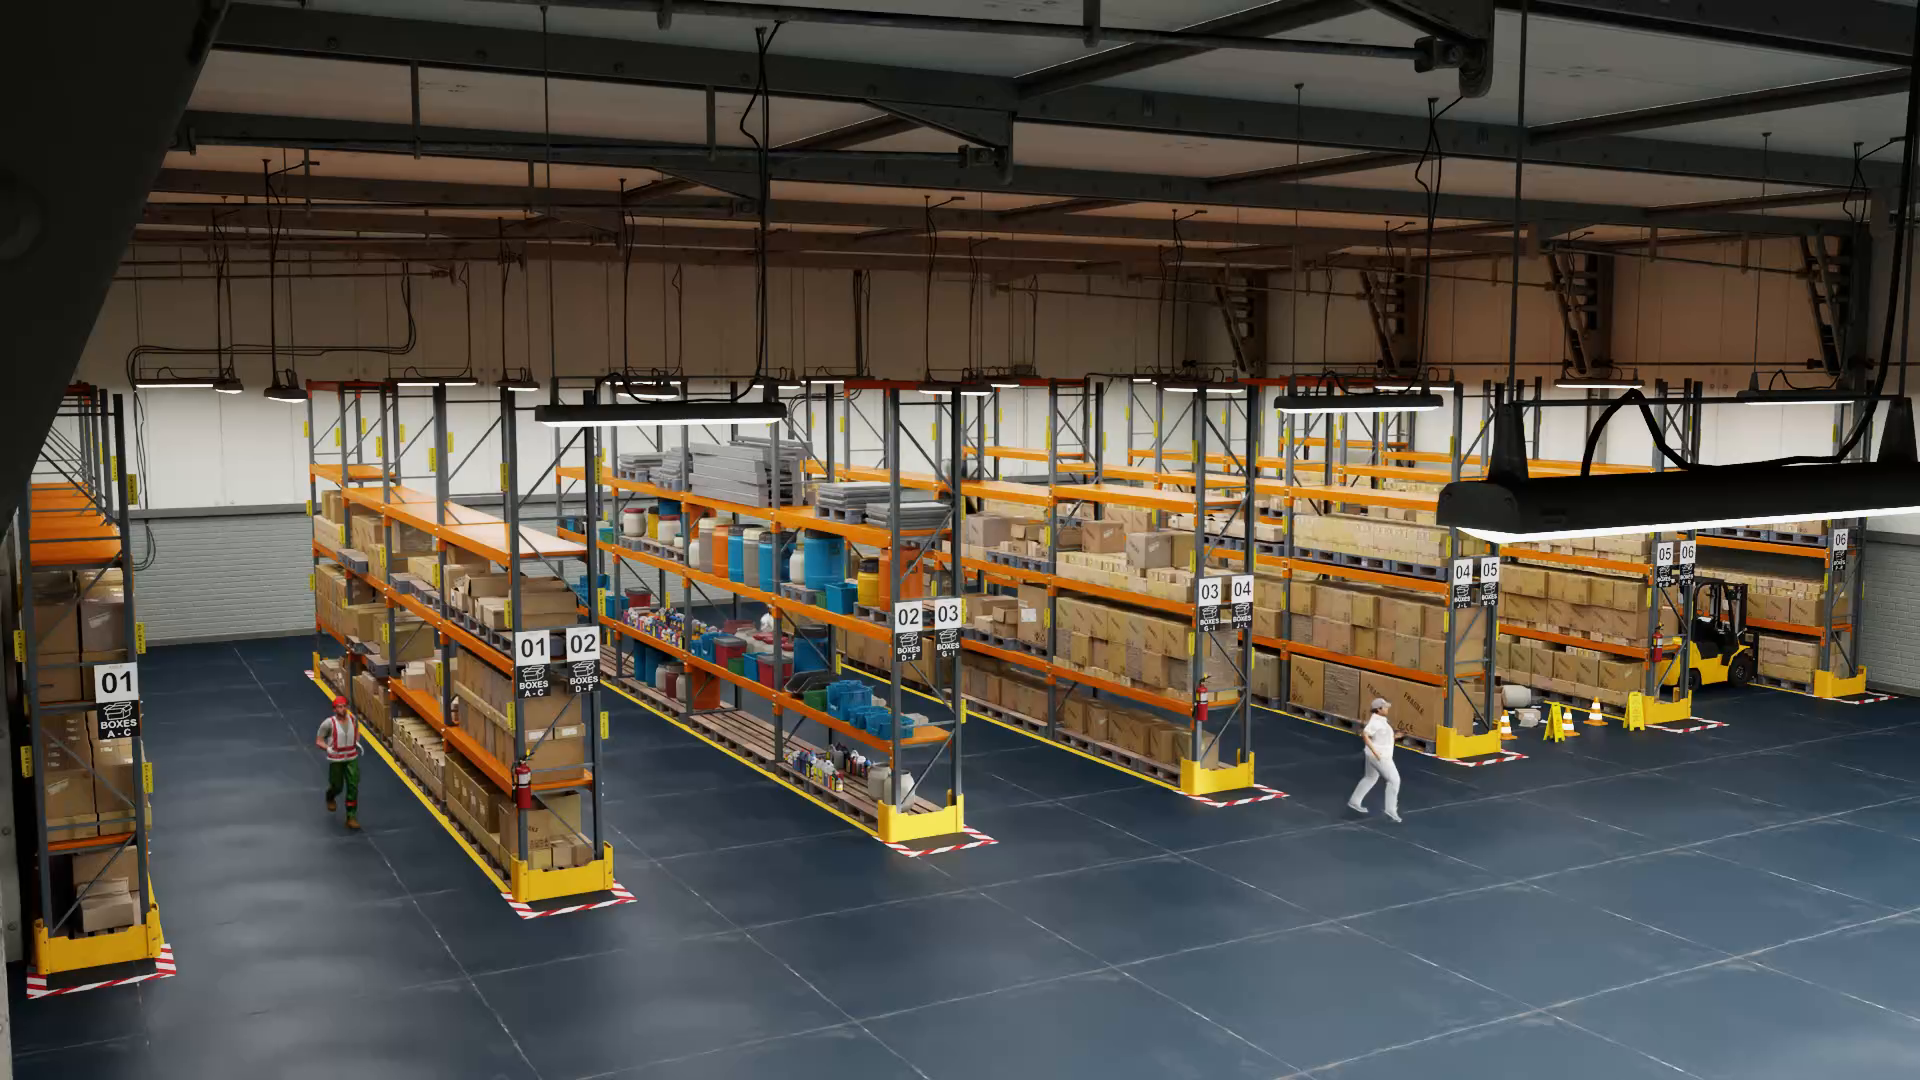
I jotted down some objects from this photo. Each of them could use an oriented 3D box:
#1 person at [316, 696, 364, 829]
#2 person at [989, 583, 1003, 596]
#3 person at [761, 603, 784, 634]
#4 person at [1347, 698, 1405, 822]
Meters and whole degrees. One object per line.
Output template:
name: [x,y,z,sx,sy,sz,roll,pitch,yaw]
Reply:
person: [-8.505,3.024,22.861,0.652,1.785,0.936,-5,8,-40]
person: [0.945,0.994,42.141,0.559,1.707,0.730,2,6,19]
person: [-3.659,2.036,32.596,0.529,1.731,0.665,-4,7,-36]
person: [5.805,3.052,23.118,0.750,1.729,0.582,0,6,4]
